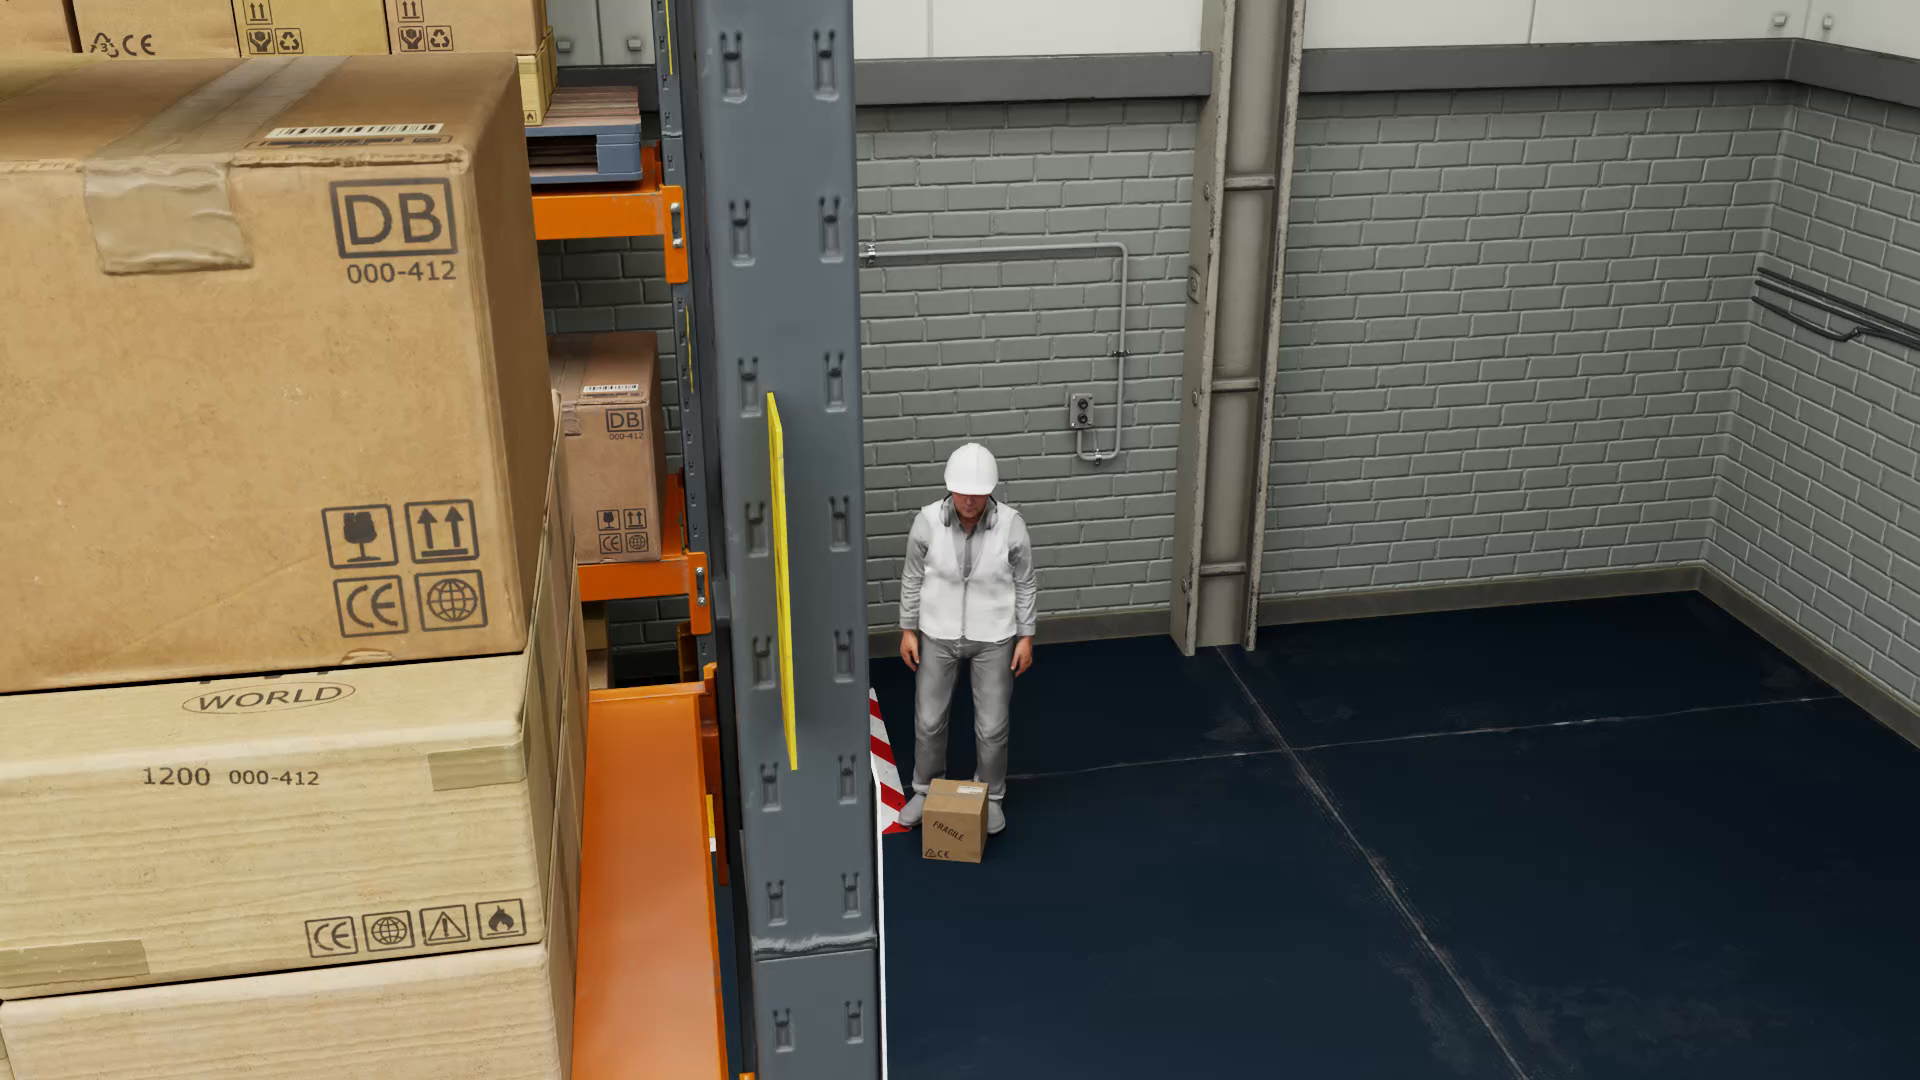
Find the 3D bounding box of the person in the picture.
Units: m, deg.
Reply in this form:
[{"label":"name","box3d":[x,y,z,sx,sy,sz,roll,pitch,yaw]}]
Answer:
[{"label":"person","box3d":[0.030,0.409,7.106,0.594,1.771,0.462,3,23,6]}]
